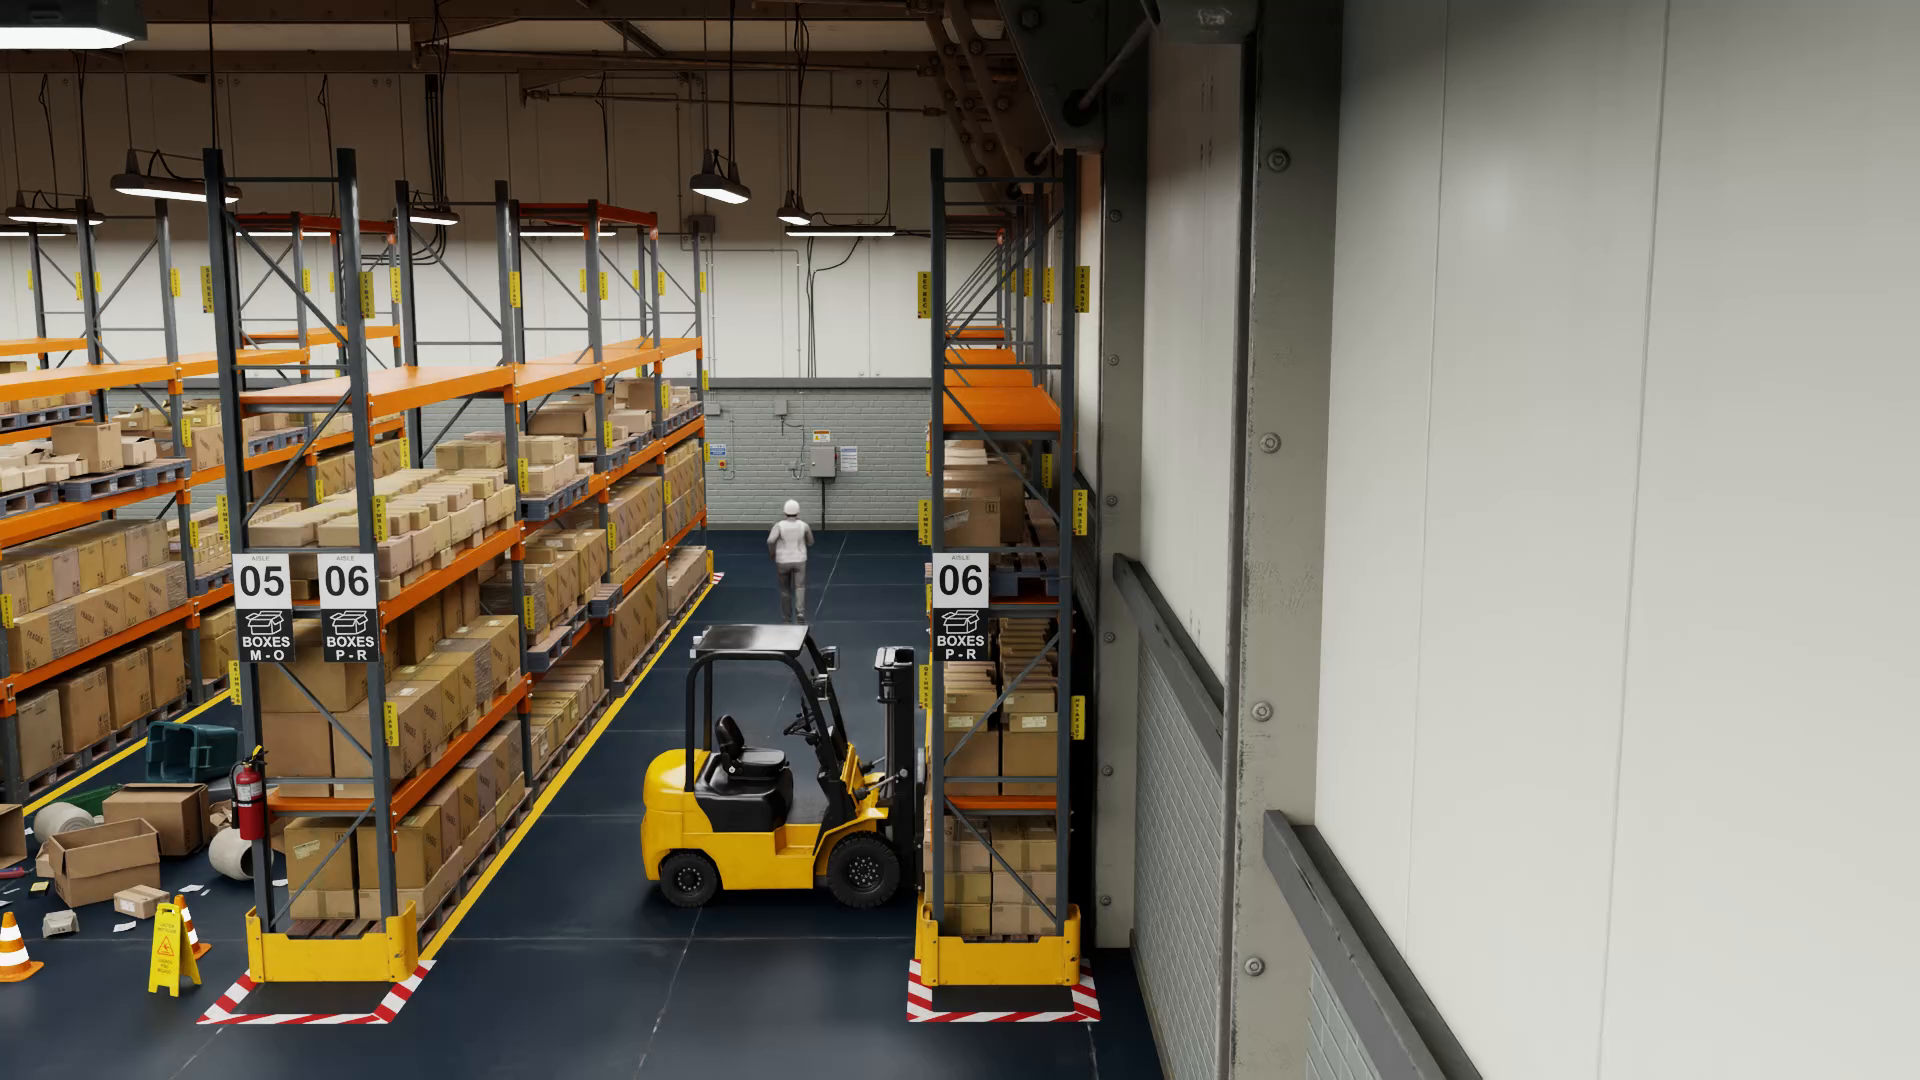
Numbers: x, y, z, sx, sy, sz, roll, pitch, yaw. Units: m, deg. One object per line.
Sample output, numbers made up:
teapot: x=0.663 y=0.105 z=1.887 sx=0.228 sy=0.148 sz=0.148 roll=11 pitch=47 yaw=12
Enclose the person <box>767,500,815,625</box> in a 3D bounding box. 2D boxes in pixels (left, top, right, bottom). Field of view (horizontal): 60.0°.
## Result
person: x=-2.359 y=0.317 z=23.167 sx=0.678 sy=1.787 sz=0.842 roll=-2 pitch=9 yaw=-11
